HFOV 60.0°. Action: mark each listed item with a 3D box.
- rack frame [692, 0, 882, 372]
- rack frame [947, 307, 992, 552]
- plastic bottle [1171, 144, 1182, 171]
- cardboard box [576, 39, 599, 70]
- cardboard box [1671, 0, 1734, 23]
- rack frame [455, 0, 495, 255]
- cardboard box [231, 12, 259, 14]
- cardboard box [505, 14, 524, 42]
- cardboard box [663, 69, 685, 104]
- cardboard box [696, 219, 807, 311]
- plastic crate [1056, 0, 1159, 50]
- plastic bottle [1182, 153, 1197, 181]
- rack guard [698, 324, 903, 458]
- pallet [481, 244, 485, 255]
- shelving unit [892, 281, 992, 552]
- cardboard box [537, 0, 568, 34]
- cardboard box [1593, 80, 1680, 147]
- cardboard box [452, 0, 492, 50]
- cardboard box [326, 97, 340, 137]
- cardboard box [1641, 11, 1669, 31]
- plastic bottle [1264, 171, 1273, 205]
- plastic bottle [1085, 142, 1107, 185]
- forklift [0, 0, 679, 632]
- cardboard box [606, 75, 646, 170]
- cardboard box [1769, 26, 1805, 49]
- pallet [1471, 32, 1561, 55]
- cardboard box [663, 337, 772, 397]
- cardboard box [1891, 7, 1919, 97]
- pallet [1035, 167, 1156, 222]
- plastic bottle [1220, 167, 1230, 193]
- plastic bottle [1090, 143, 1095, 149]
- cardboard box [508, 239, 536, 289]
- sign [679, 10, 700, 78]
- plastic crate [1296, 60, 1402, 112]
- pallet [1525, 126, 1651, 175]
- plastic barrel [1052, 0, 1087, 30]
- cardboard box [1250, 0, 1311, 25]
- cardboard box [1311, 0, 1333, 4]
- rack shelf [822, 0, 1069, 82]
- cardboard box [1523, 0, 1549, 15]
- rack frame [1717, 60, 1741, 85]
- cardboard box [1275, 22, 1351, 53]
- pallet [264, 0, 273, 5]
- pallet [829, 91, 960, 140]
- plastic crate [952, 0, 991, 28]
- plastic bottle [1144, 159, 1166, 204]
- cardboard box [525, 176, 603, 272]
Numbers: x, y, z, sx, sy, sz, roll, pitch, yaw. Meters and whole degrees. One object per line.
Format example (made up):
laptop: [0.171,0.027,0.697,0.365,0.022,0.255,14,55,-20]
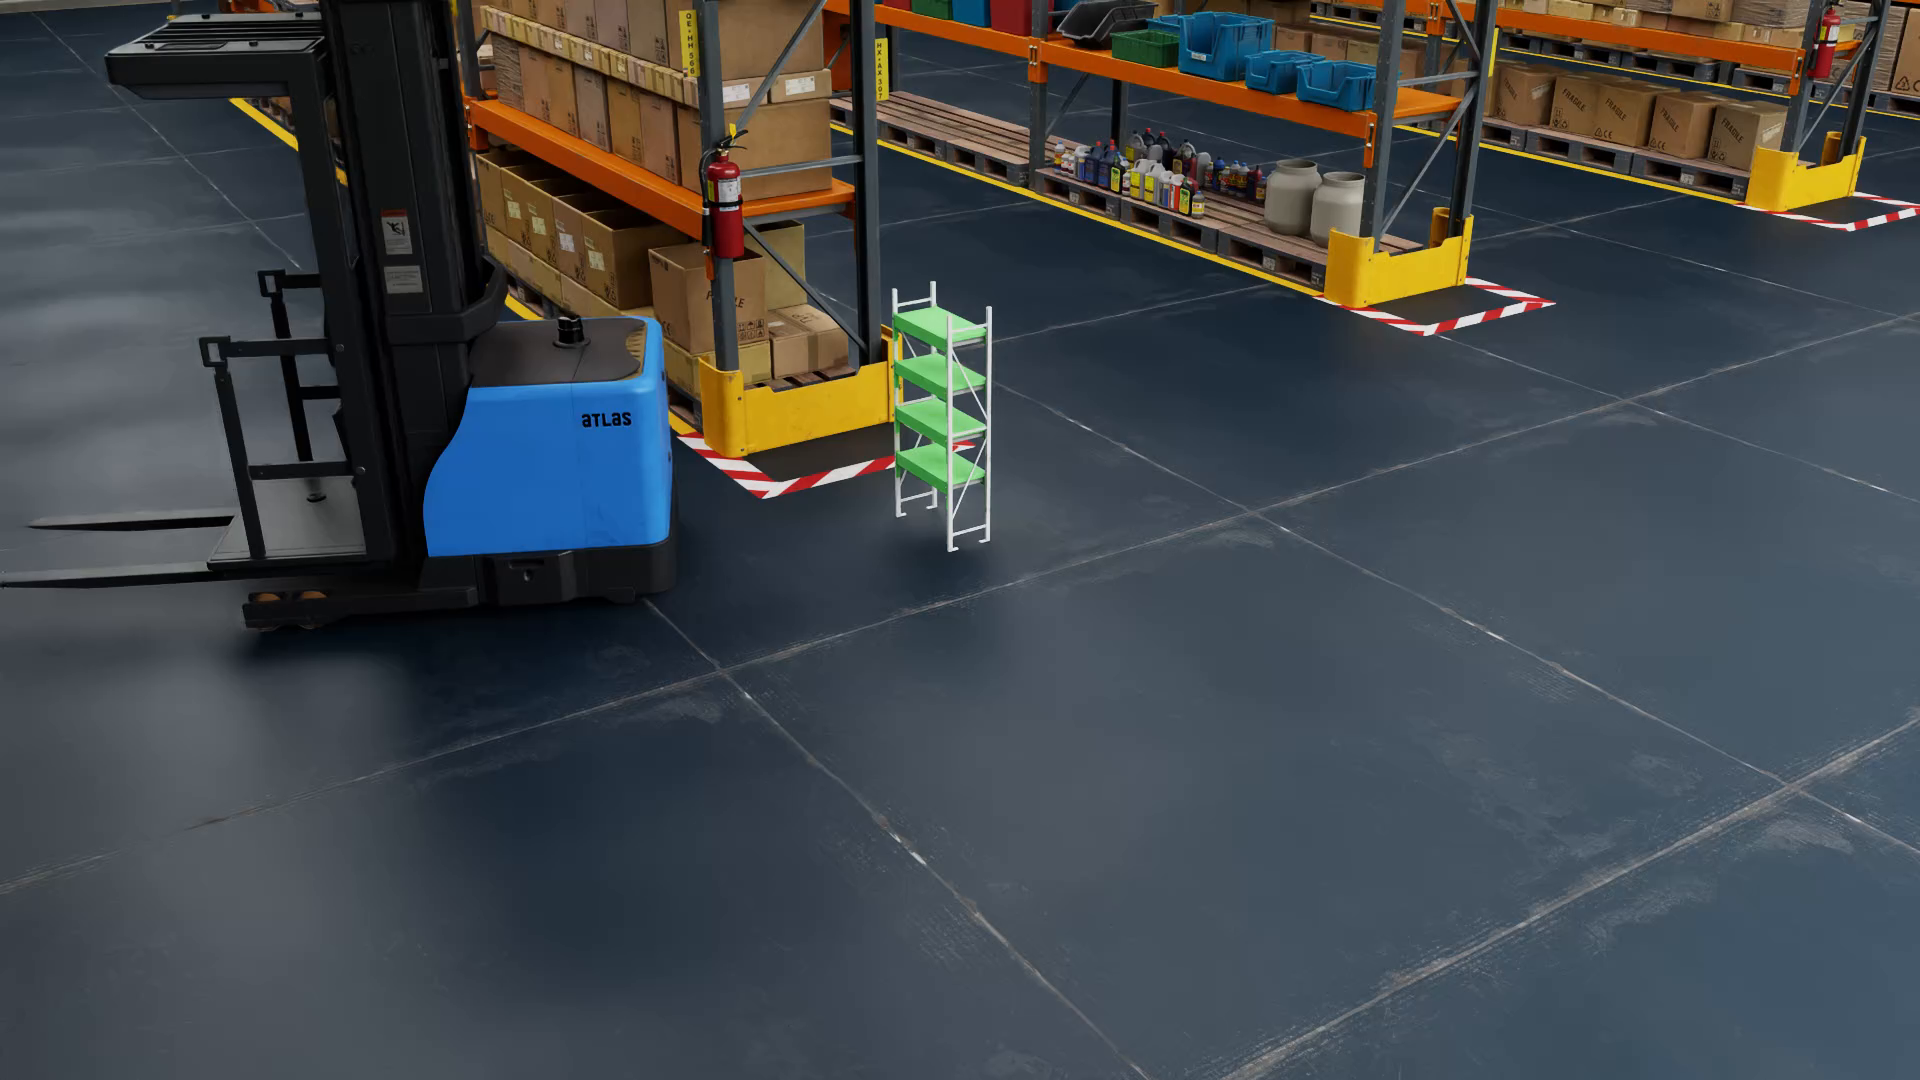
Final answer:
rack frame: [-0.904,-2.006,8.985,1.000,3.000,0.127,-16,29,-30]
rack frame: [0.043,-0.515,7.934,0.240,1.200,0.015,-16,29,-30]
plastic bottle: [1.886,-3.280,14.350,0.061,0.283,0.133,-13,28,-26]
cardboard box: [-2.121,-2.991,10.195,0.380,0.149,0.250,-16,30,-30]
cardboard box: [6.747,-4.847,14.538,0.875,0.500,0.500,-16,29,-30]
rack frame: [-3.088,-3.437,12.016,1.000,3.000,0.127,-16,29,-30]
cardboard box: [-8.485,-6.039,19.937,0.797,0.503,0.637,-16,29,-30]
cardboard box: [-2.824,-3.452,11.172,0.380,0.149,0.250,-16,30,-31]
cardboard box: [-1.417,-2.530,9.218,0.380,0.149,0.250,-15,29,-28]
cardboard box: [-1.285,-1.713,10.216,0.500,0.500,0.500,-16,29,-30]
plastic crate: [1.243,-4.345,14.012,0.767,0.338,0.504,-16,29,-30]
plastic bottle: [1.935,-3.129,14.030,0.061,0.283,0.133,-16,29,-30]
rack guard: [-0.891,-0.867,9.501,1.175,0.500,0.348,-16,29,-30]
pallet: [-3.523,-2.430,13.150,1.003,0.211,1.213,-16,29,-30]
shelving unit: [-0.090,-0.602,8.119,0.258,1.200,0.503,-16,29,-30]
cardboard box: [-2.291,-3.551,10.623,0.700,0.500,0.500,-16,29,-30]
cardboard box: [6.390,-4.034,15.718,0.500,0.500,0.500,-13,28,-25]
cardboard box: [-3.781,-3.949,12.984,0.500,0.500,0.500,-13,28,-26]
cardboard box: [-5.979,-4.216,16.079,0.500,0.500,0.500,-14,29,-28]
cardboard box: [6.373,-4.697,14.979,0.380,0.149,0.250,-16,29,-30]
plastic bottle: [2.519,-2.845,13.444,0.097,0.271,0.097,0,25,0]
plastic bottle: [1.157,-3.205,14.113,0.144,0.351,0.185,-15,29,-28]
forklift: [-2.871,-1.158,7.270,3.031,2.935,1.130,-3,25,-7]
cardboard box: [-1.705,-2.587,10.098,0.700,0.500,0.500,-15,29,-29]
cardboard box: [7.069,-4.253,14.040,0.380,0.149,0.250,-16,29,-30]
pallet: [7.609,-6.734,22.267,1.003,0.211,1.213,-16,29,-30]
cardboard box: [-1.445,-1.075,9.743,0.500,0.250,0.500,-16,29,-30]
cardboard box: [10.701,-5.203,17.755,0.875,0.875,0.875,-16,30,-30]
pallet: [1.396,-3.079,14.524,1.003,0.211,1.213,-16,29,-30]
plastic bottle: [2.223,-3.007,13.869,0.097,0.201,0.097,0,25,0]
plastic bottle: [1.159,-3.260,14.308,0.061,0.283,0.133,-16,29,-30]
cardboard box: [-2.820,-1.966,11.631,0.500,0.250,0.500,-16,29,-30]
sign: [-1.367,-2.515,8.430,0.100,0.325,0.005,-16,29,-30]
plastic crate: [2.724,-3.201,11.691,0.499,0.251,0.616,-16,29,-30]
pallet: [6.280,-3.814,16.082,1.003,0.211,1.213,-16,29,-30]
plastic barrel: [1.107,-5.025,14.794,0.600,0.901,0.708,-16,29,-30]
cardboard box: [3.719,-6.162,19.324,0.500,0.250,0.500,-12,28,-24]
cardboard box: [5.529,-8.270,24.690,0.500,0.500,0.500,-14,29,-27]
rack shelf: [-0.028,-4.980,16.127,1.077,0.370,4.000,-16,29,-30]
cardboard box: [5.611,-5.122,15.880,0.380,0.149,0.250,-16,29,-30]
rack frame: [9.425,-6.864,19.275,1.000,3.000,0.127,-16,29,-30]
cardboard box: [4.042,-5.611,19.036,0.700,0.500,0.500,-13,28,-25]
pallet: [-6.337,-5.475,16.559,1.003,0.211,1.213,-16,29,-30]
pallet: [-0.729,-4.473,17.478,1.003,0.211,1.213,-16,29,-30]
plastic crate: [0.201,-4.904,15.144,0.392,0.384,0.575,-16,29,-30]
plastic bottle: [1.594,-2.919,13.507,0.144,0.351,0.185,-14,29,-27]
cardboard box: [-2.551,-2.126,11.090,0.500,0.500,0.500,-16,29,-30]
